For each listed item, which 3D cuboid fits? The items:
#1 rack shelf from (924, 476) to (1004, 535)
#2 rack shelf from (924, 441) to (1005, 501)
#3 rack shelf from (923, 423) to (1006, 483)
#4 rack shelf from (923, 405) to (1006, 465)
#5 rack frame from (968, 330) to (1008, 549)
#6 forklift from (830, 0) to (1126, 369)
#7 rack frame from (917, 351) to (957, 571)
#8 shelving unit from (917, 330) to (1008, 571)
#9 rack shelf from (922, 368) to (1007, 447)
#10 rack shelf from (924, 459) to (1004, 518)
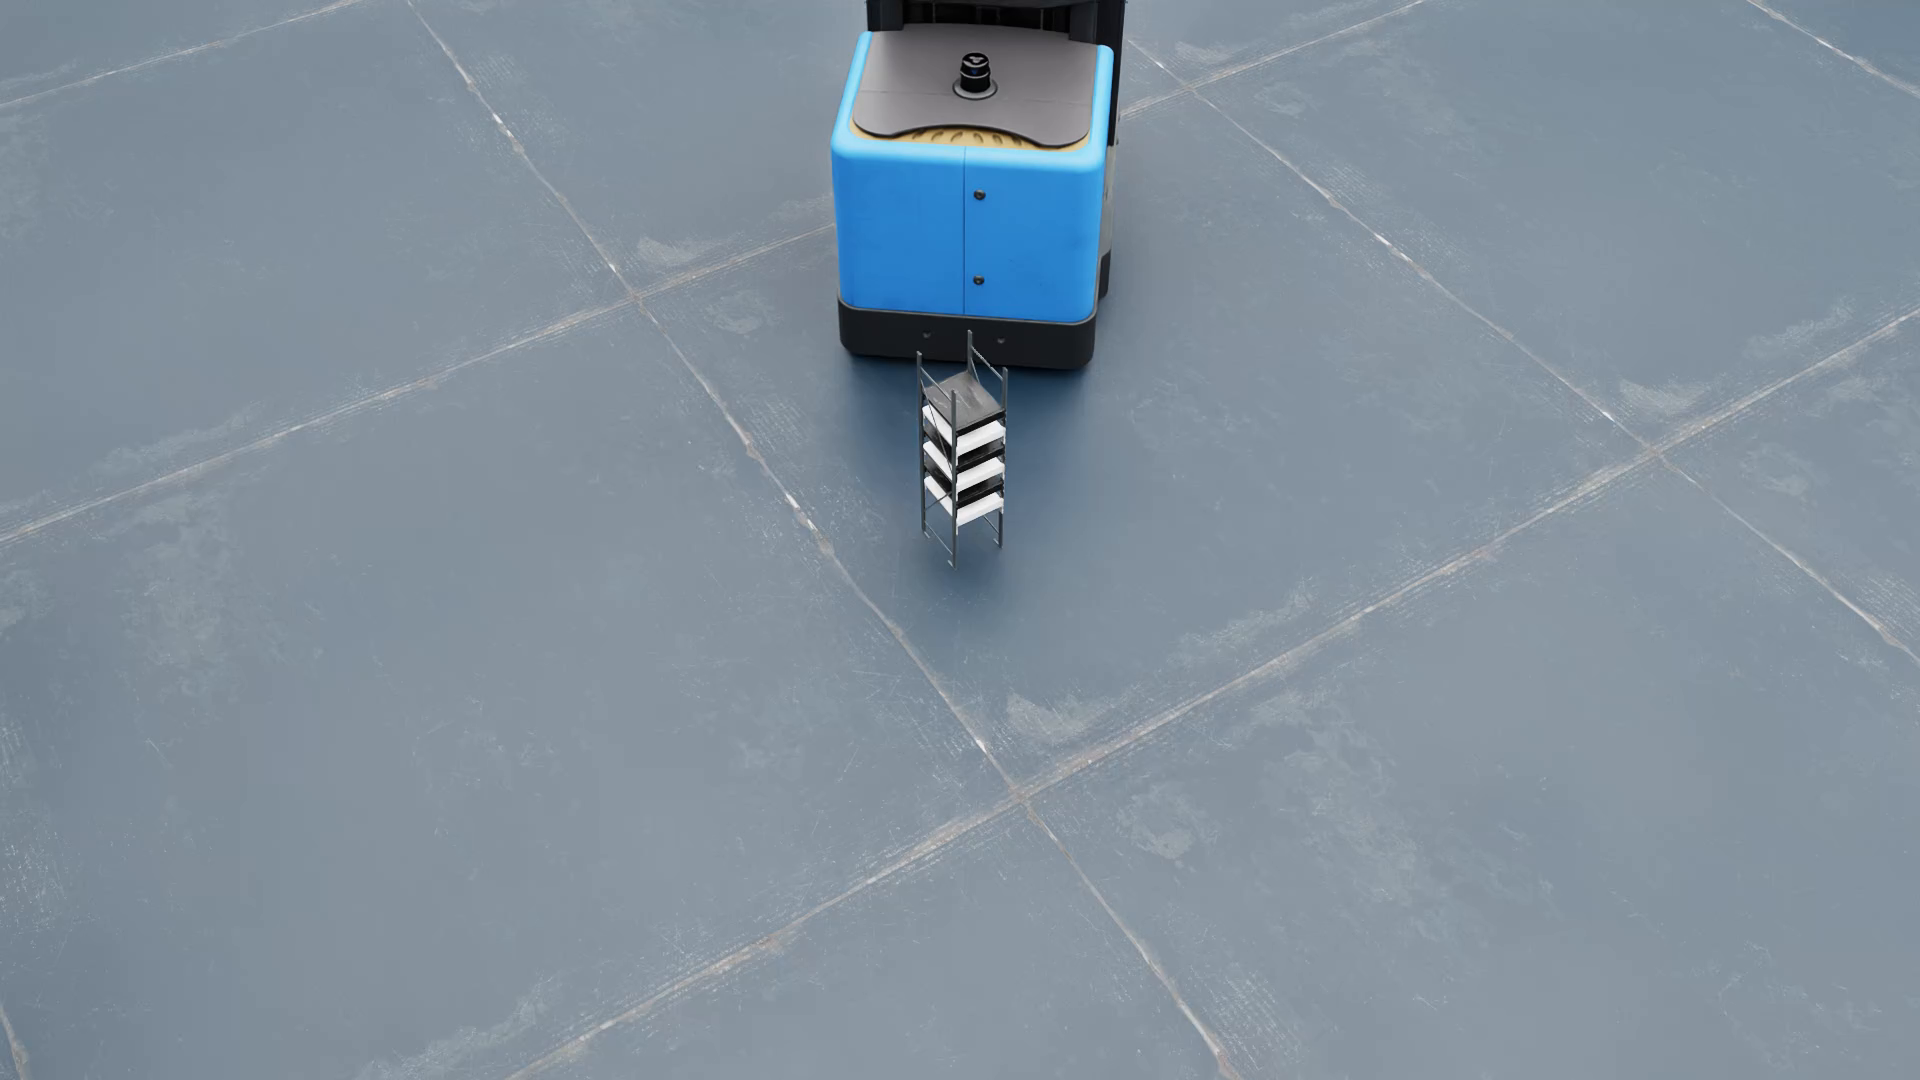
[{"bbox_3d":[0.007,-0.161,6.076,0.200,0.077,0.258,-25,53,-21],"label":"rack shelf"},{"bbox_3d":[0.007,-0.280,5.942,0.200,0.077,0.258,-25,53,-21],"label":"rack shelf"},{"bbox_3d":[0.007,-0.340,5.874,0.200,0.077,0.258,-25,53,-21],"label":"rack shelf"},{"bbox_3d":[0.007,-0.400,5.807,0.200,0.077,0.258,-25,53,-21],"label":"rack shelf"},{"bbox_3d":[0.093,-0.343,5.953,0.006,0.900,0.240,-25,53,-21],"label":"rack frame"},{"bbox_3d":[0.177,-2.779,6.762,1.130,2.935,3.031,5,48,4],"label":"forklift"},{"bbox_3d":[-0.079,-0.262,5.881,0.006,0.900,0.240,-25,53,-21],"label":"rack frame"},{"bbox_3d":[0.007,-0.302,5.917,0.210,0.900,0.258,-25,53,-21],"label":"shelving unit"},{"bbox_3d":[0.007,-0.460,5.740,0.200,0.077,0.258,-25,53,-21],"label":"rack shelf"},{"bbox_3d":[0.007,-0.220,6.009,0.200,0.077,0.258,-25,53,-21],"label":"rack shelf"}]
